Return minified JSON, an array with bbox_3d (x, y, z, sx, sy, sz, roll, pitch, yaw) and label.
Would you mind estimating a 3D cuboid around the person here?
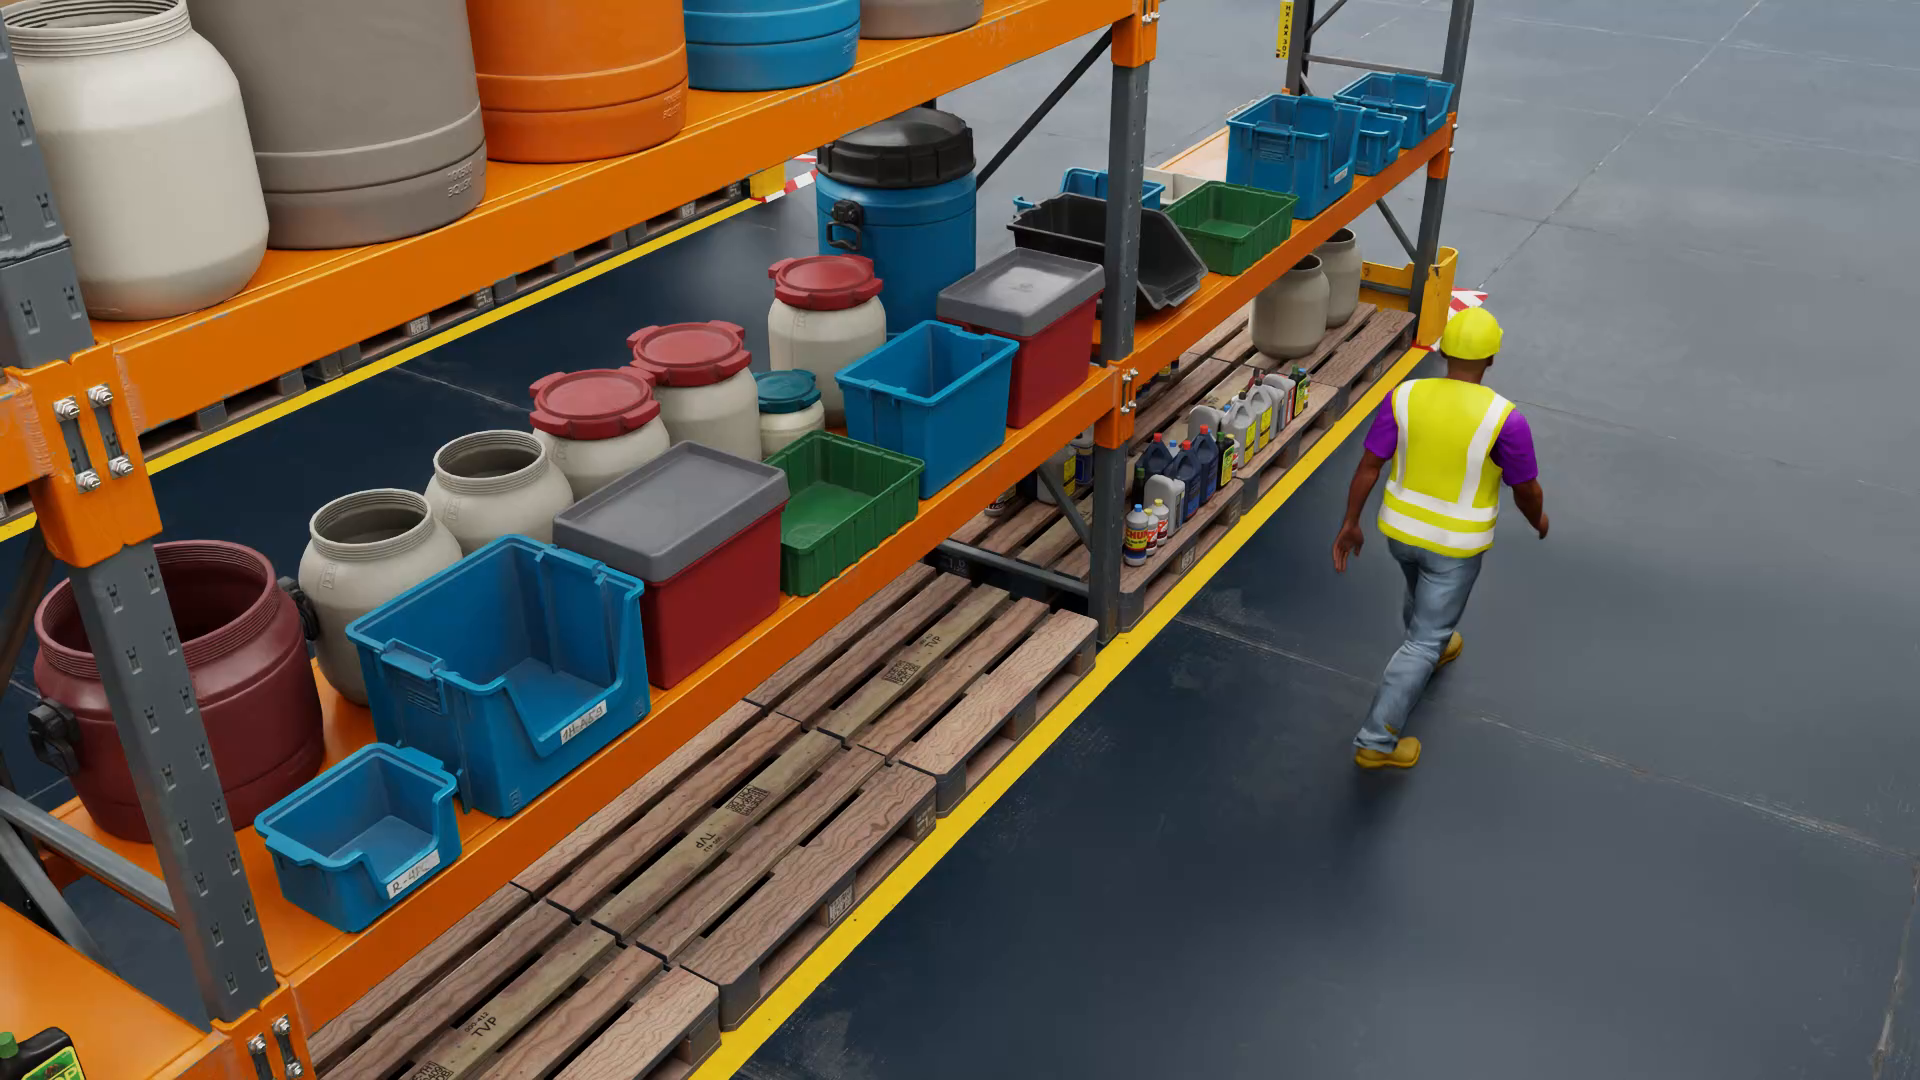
[{"bbox_3d":[1.782,-0.038,6.215,0.627,1.691,1.150,23,38,34],"label":"person"}]
